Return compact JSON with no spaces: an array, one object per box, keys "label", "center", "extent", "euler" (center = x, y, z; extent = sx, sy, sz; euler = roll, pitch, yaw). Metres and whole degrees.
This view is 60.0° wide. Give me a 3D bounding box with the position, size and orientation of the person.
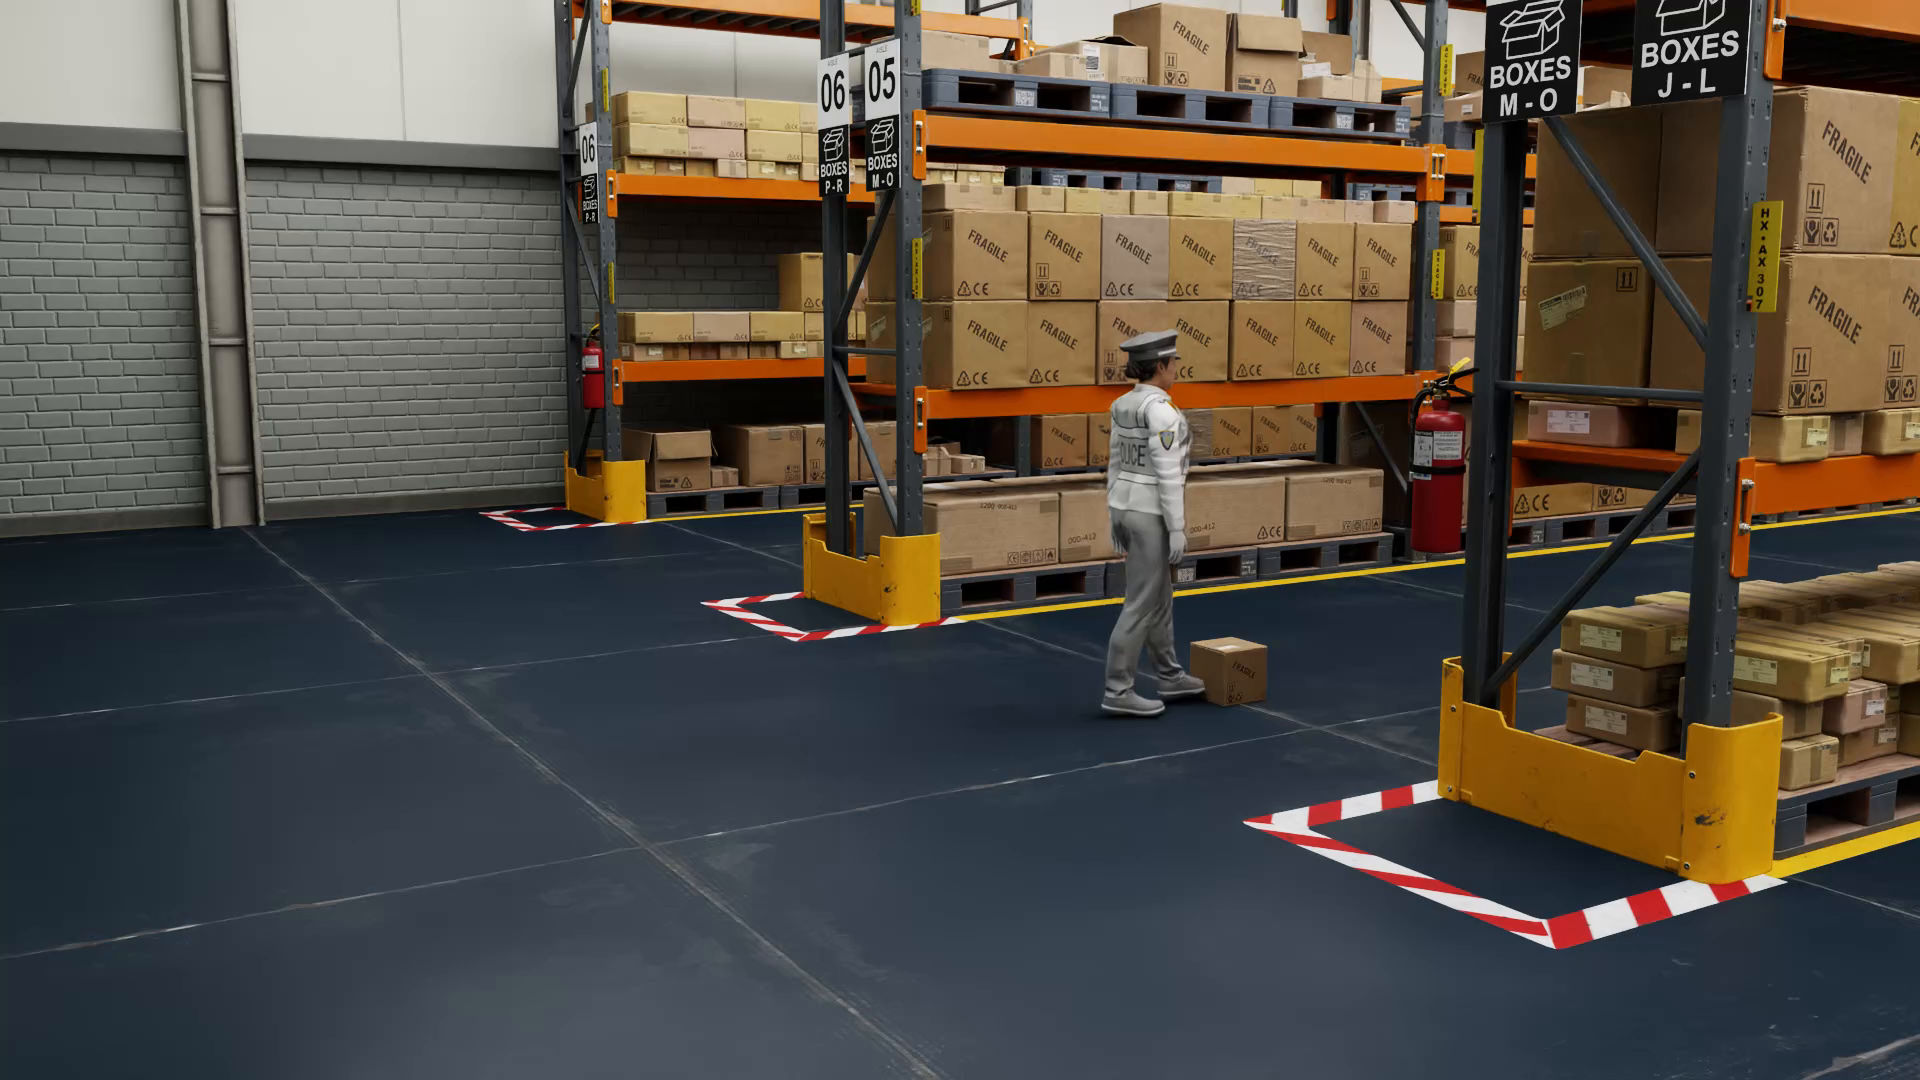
[{"label":"person","center":[0.911,-0.080,7.261],"extent":[0.631,1.672,0.497],"euler":[-2,9,-16]}]
